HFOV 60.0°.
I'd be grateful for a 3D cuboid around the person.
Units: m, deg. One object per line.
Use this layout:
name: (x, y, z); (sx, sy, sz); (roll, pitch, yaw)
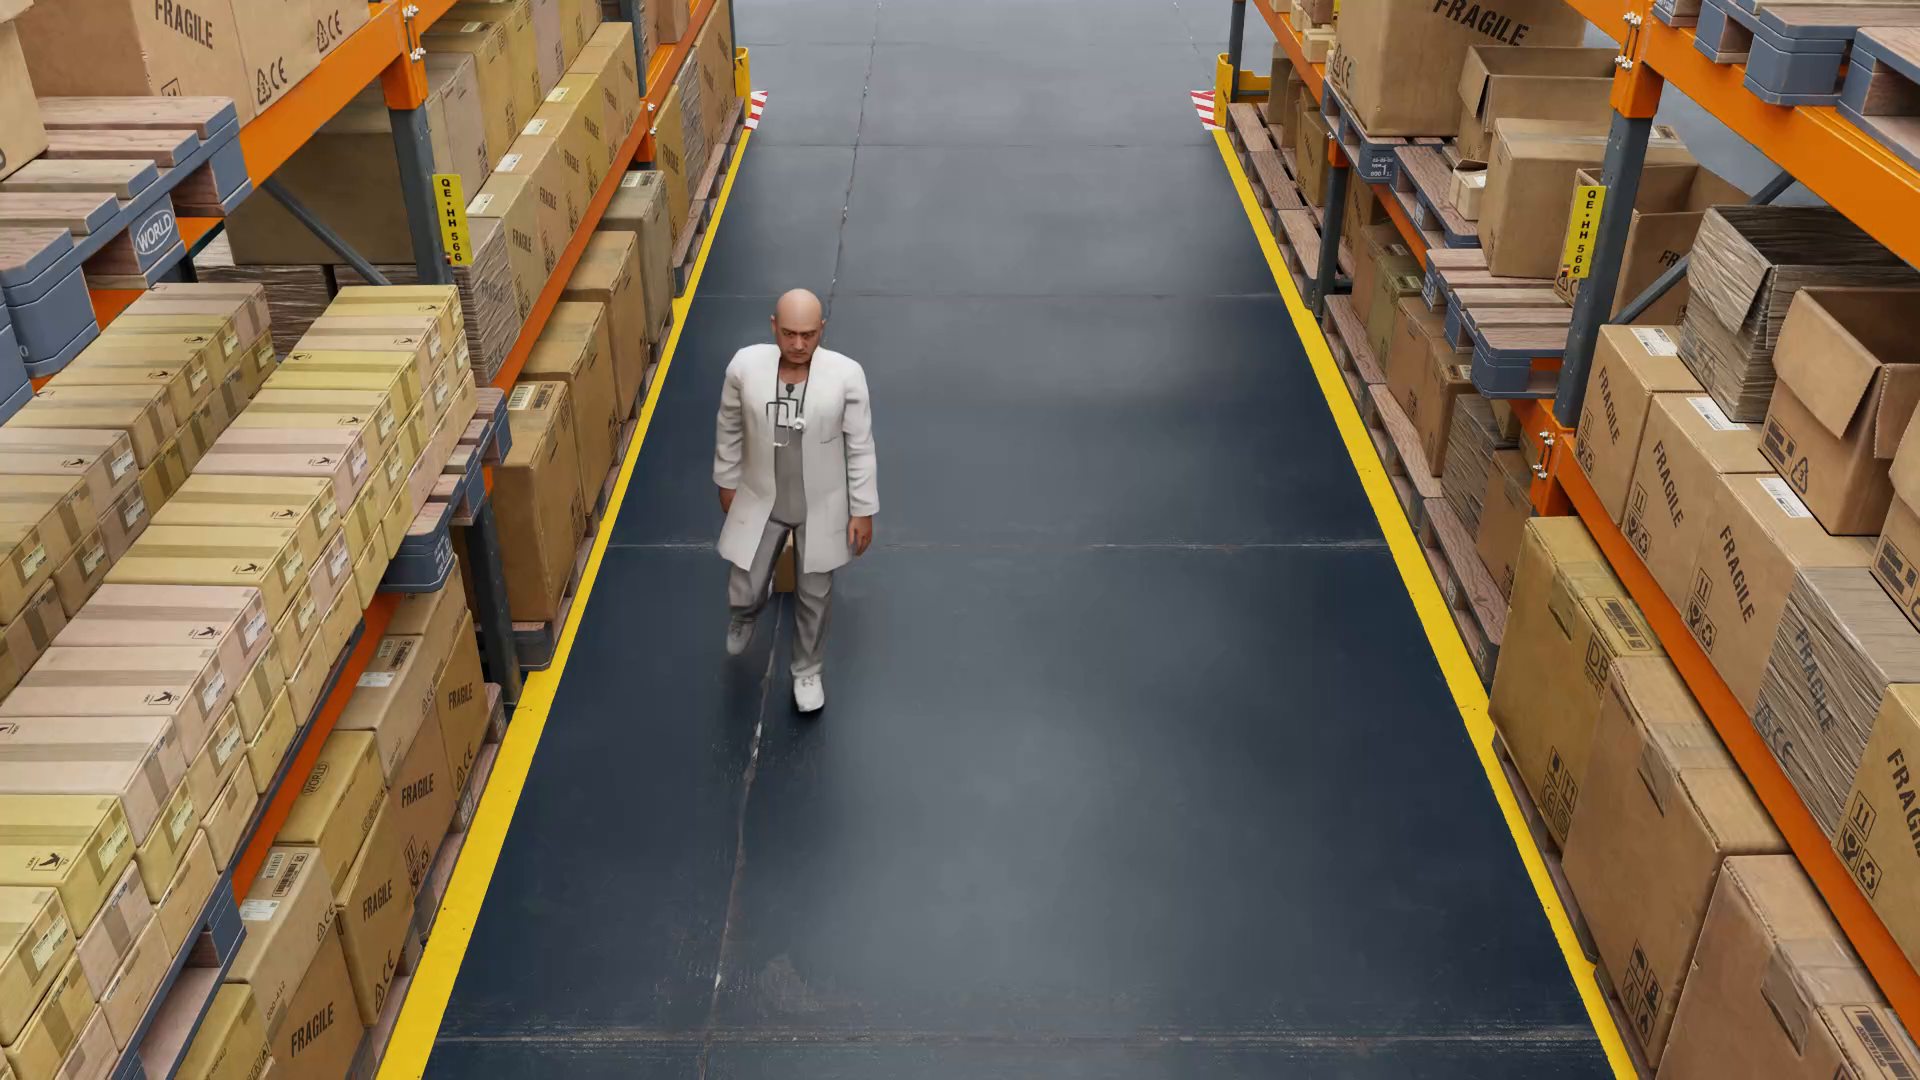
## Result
person: (-0.644, -0.169, 6.421); (0.677, 1.771, 0.594); (0, 31, 0)
